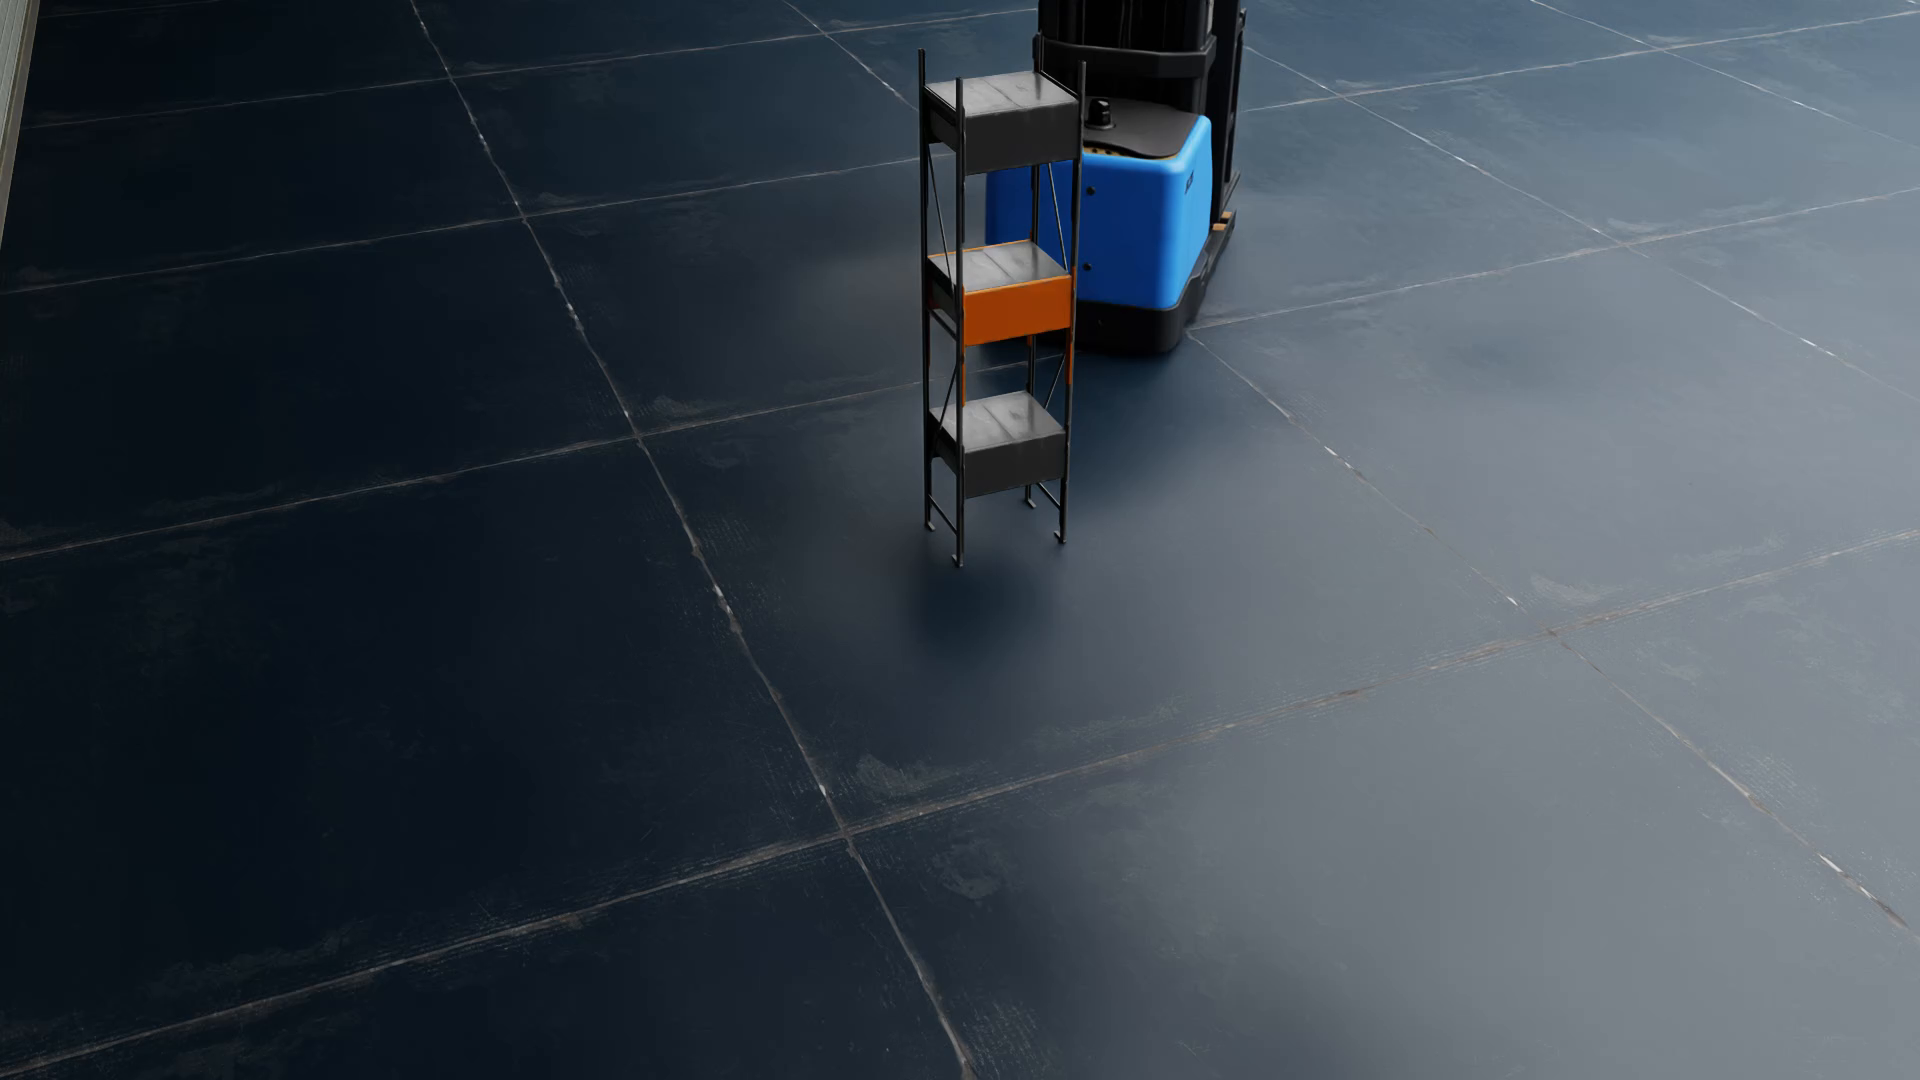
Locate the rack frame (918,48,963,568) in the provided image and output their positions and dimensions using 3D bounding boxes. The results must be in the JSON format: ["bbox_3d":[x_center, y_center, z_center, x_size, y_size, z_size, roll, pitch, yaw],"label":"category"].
[{"bbox_3d":[-0.072,-0.864,6.652,0.015,2.100,0.400,-13,35,-19],"label":"rack frame"}]

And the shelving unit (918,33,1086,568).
[{"bbox_3d":[0.153,-0.915,6.731,0.503,2.100,0.431,-13,35,-19],"label":"shelving unit"}]

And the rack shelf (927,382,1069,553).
[{"bbox_3d":[0.153,-0.317,7.120,0.480,0.518,0.431,-13,35,-19],"label":"rack shelf"}]

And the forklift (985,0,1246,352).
[{"bbox_3d":[1.034,-2.998,9.170,1.130,2.935,3.031,9,34,14],"label":"forklift"}]

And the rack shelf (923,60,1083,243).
[{"bbox_3d":[0.153,-1.490,6.357,0.480,0.518,0.431,-13,35,-19],"label":"rack shelf"}]

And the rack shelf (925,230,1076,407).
[{"bbox_3d":[0.153,-0.904,6.738,0.480,0.518,0.431,-13,35,-19],"label":"rack shelf"}]

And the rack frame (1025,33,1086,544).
[{"bbox_3d":[0.378,-0.967,6.810,0.015,2.100,0.400,-13,35,-19],"label":"rack frame"}]
